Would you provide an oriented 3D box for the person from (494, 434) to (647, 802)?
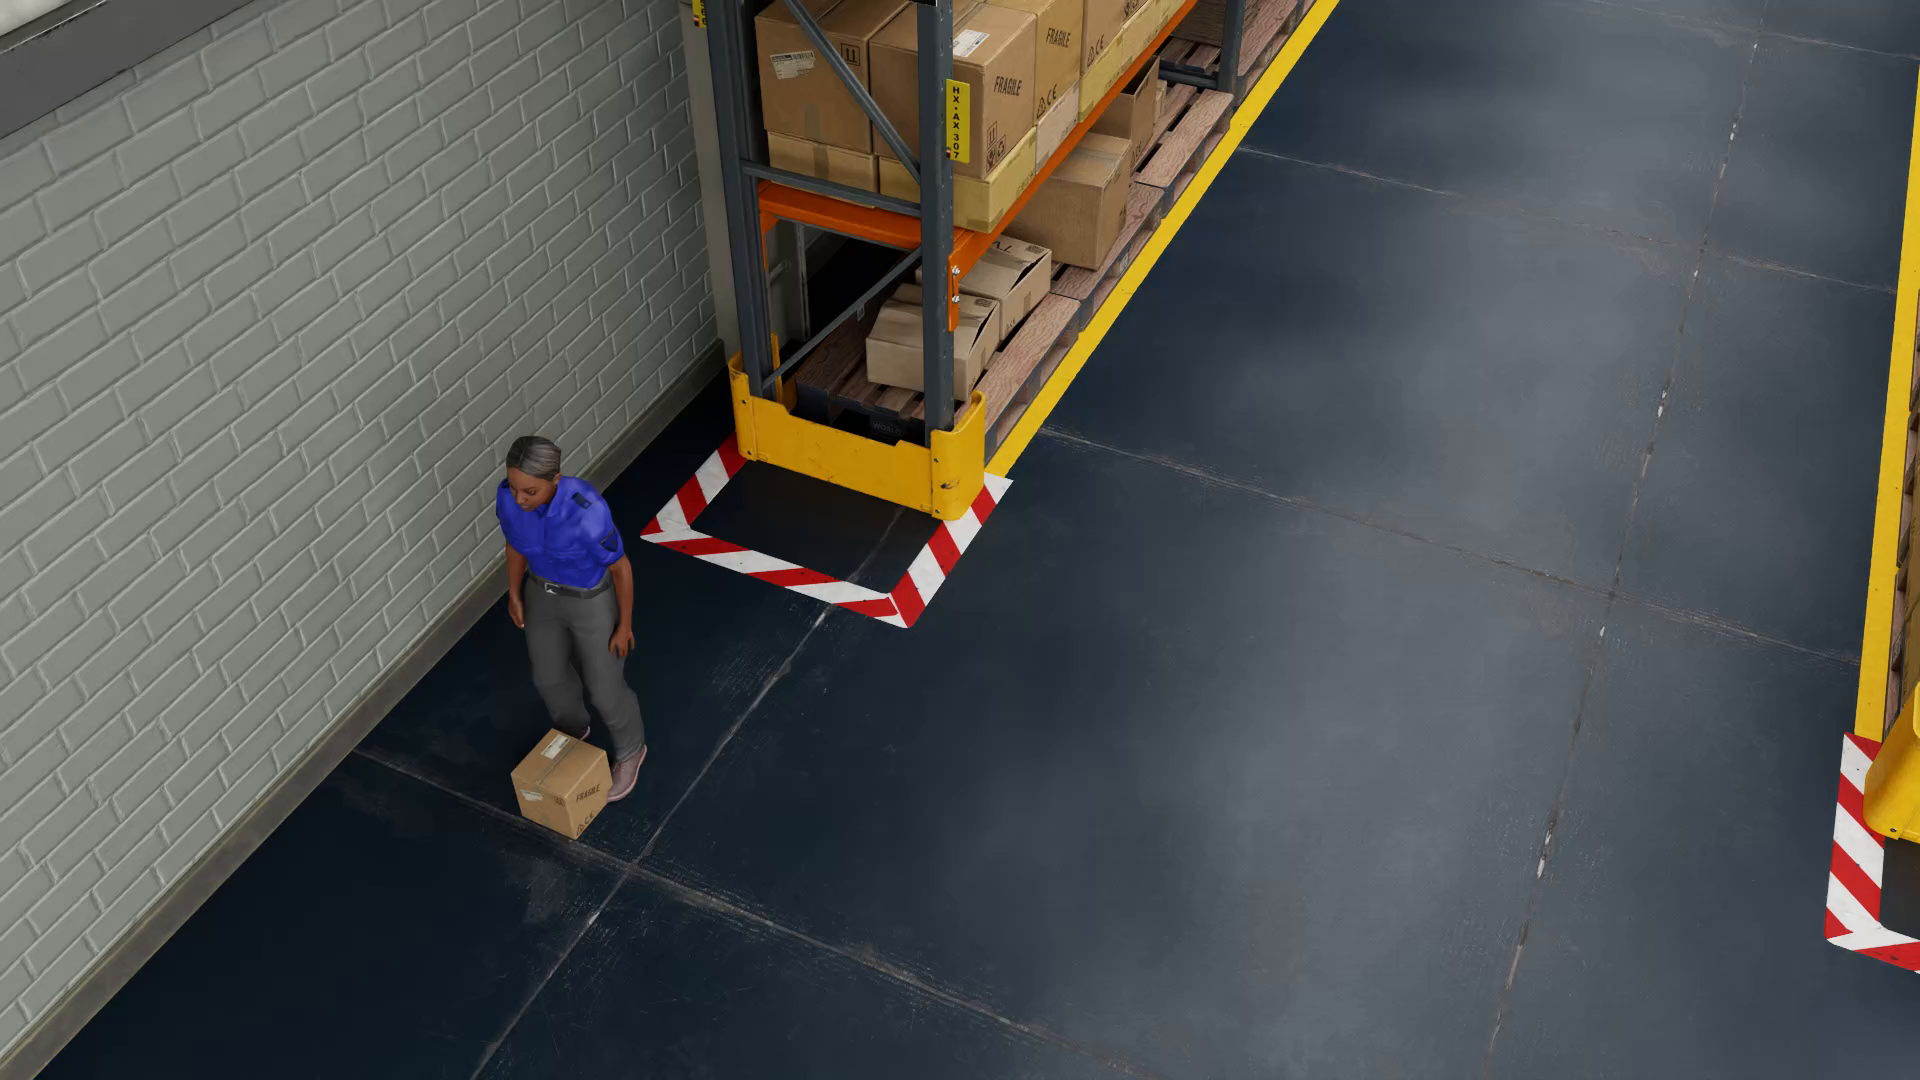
[{"bbox_3d":[-1.395,0.243,5.896,0.504,1.654,0.349,18,45,19],"label":"person"}]
